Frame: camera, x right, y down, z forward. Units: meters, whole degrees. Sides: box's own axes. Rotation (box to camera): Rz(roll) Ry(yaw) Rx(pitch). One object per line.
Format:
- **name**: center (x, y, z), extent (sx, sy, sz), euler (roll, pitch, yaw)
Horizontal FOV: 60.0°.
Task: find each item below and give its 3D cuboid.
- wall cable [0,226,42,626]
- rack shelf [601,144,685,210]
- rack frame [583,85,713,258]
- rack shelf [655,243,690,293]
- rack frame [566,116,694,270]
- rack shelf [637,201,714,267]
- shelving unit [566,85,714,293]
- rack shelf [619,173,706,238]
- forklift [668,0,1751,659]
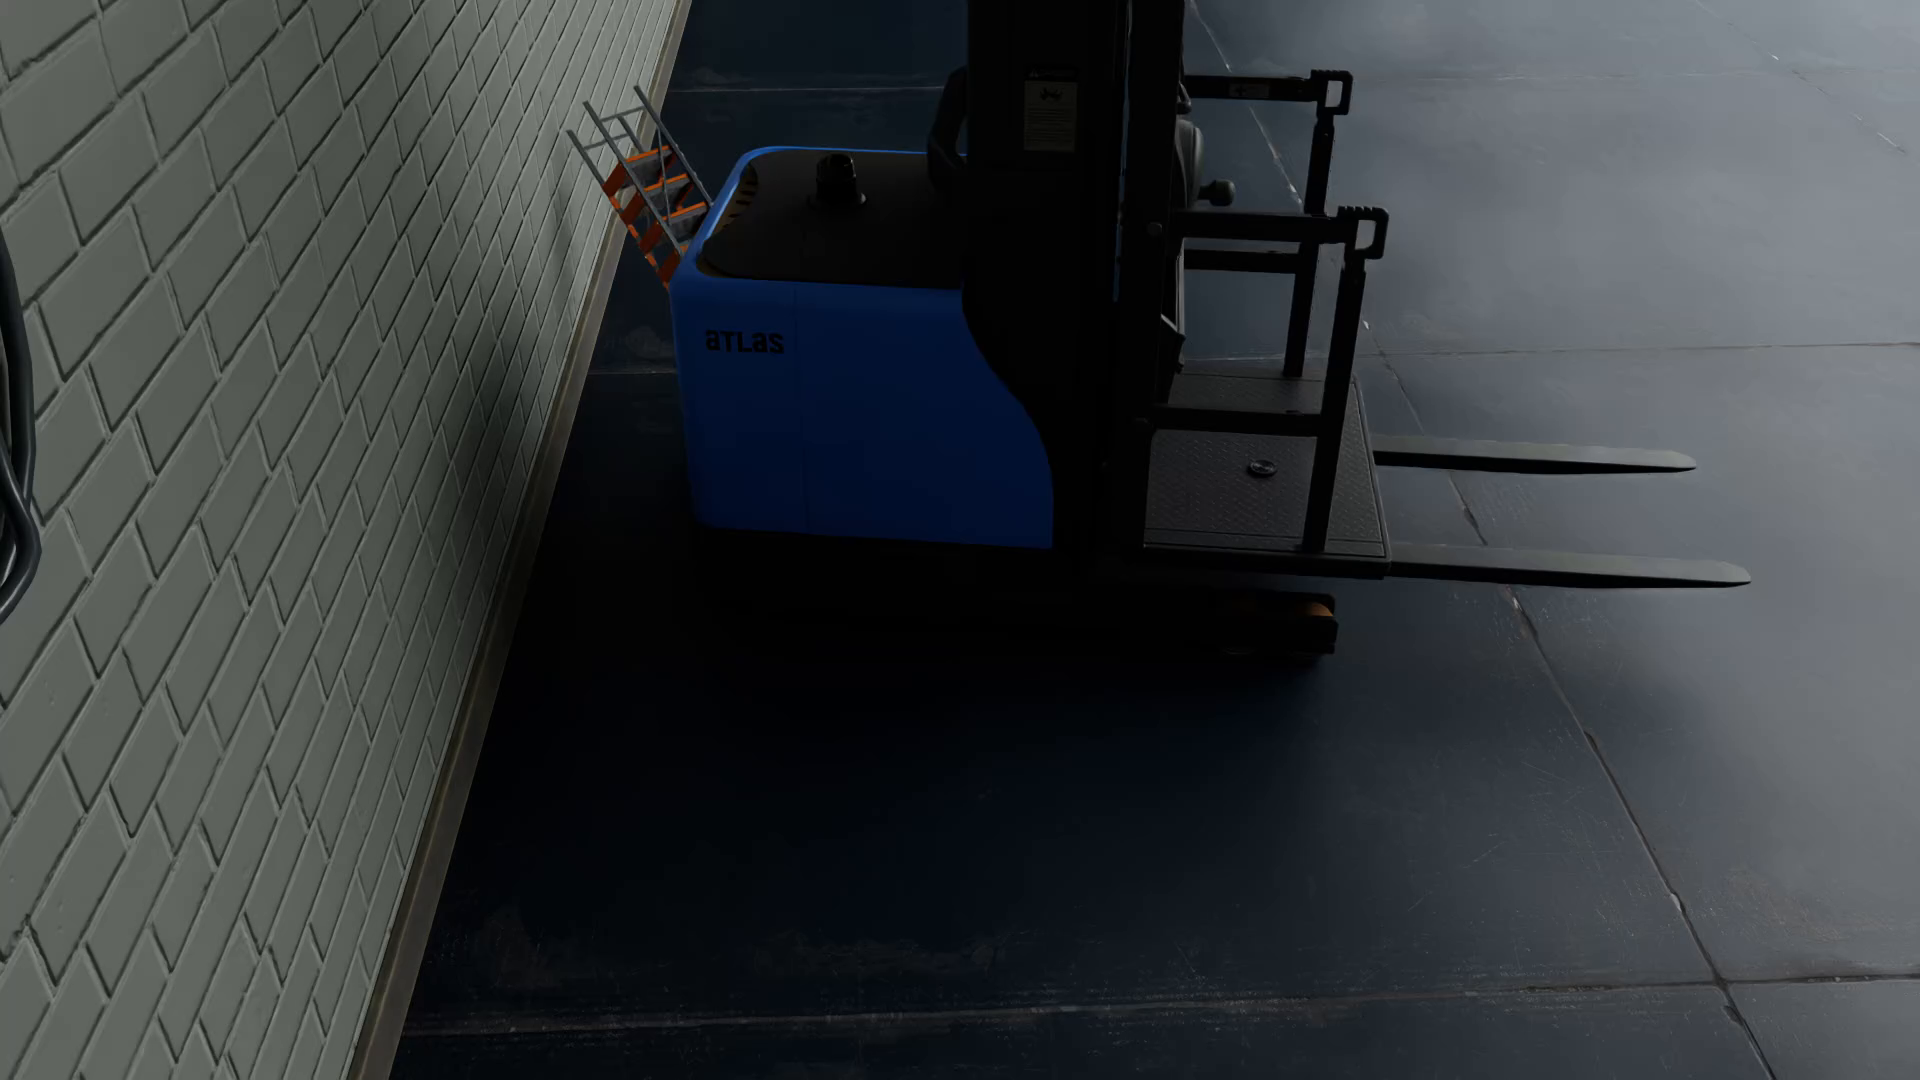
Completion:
- **wall cable**: center (-1.115, -0.200, 0.360), extent (0.112, 2.526, 3.097), euler (-2, 35, -2)
- **rack shelf**: center (-1.119, -1.296, 5.905), extent (0.258, 0.180, 0.103), euler (-31, 88, -37)
- **rack frame**: center (-0.904, -1.061, 5.824), extent (0.240, 0.006, 1.200), euler (-31, 88, -37)
- **rack shelf**: center (-0.926, -0.992, 5.896), extent (0.258, 0.180, 0.103), euler (-31, 88, -37)
- **rack frame**: center (-0.995, -0.998, 5.970), extent (0.240, 0.006, 1.200), euler (-31, 88, -37)
- **rack shelf**: center (-0.990, -1.093, 5.899), extent (0.258, 0.180, 0.103), euler (-31, 88, -37)
- **shelving unit**: center (-0.950, -1.030, 5.897), extent (0.258, 0.189, 1.200), euler (-31, 88, -37)
- **rack shelf**: center (-1.055, -1.194, 5.902), extent (0.258, 0.180, 0.103), euler (-31, 88, -37)
- **forklift**: center (0.763, -1.184, 4.385), extent (3.031, 2.935, 1.130), euler (3, 35, 5)
